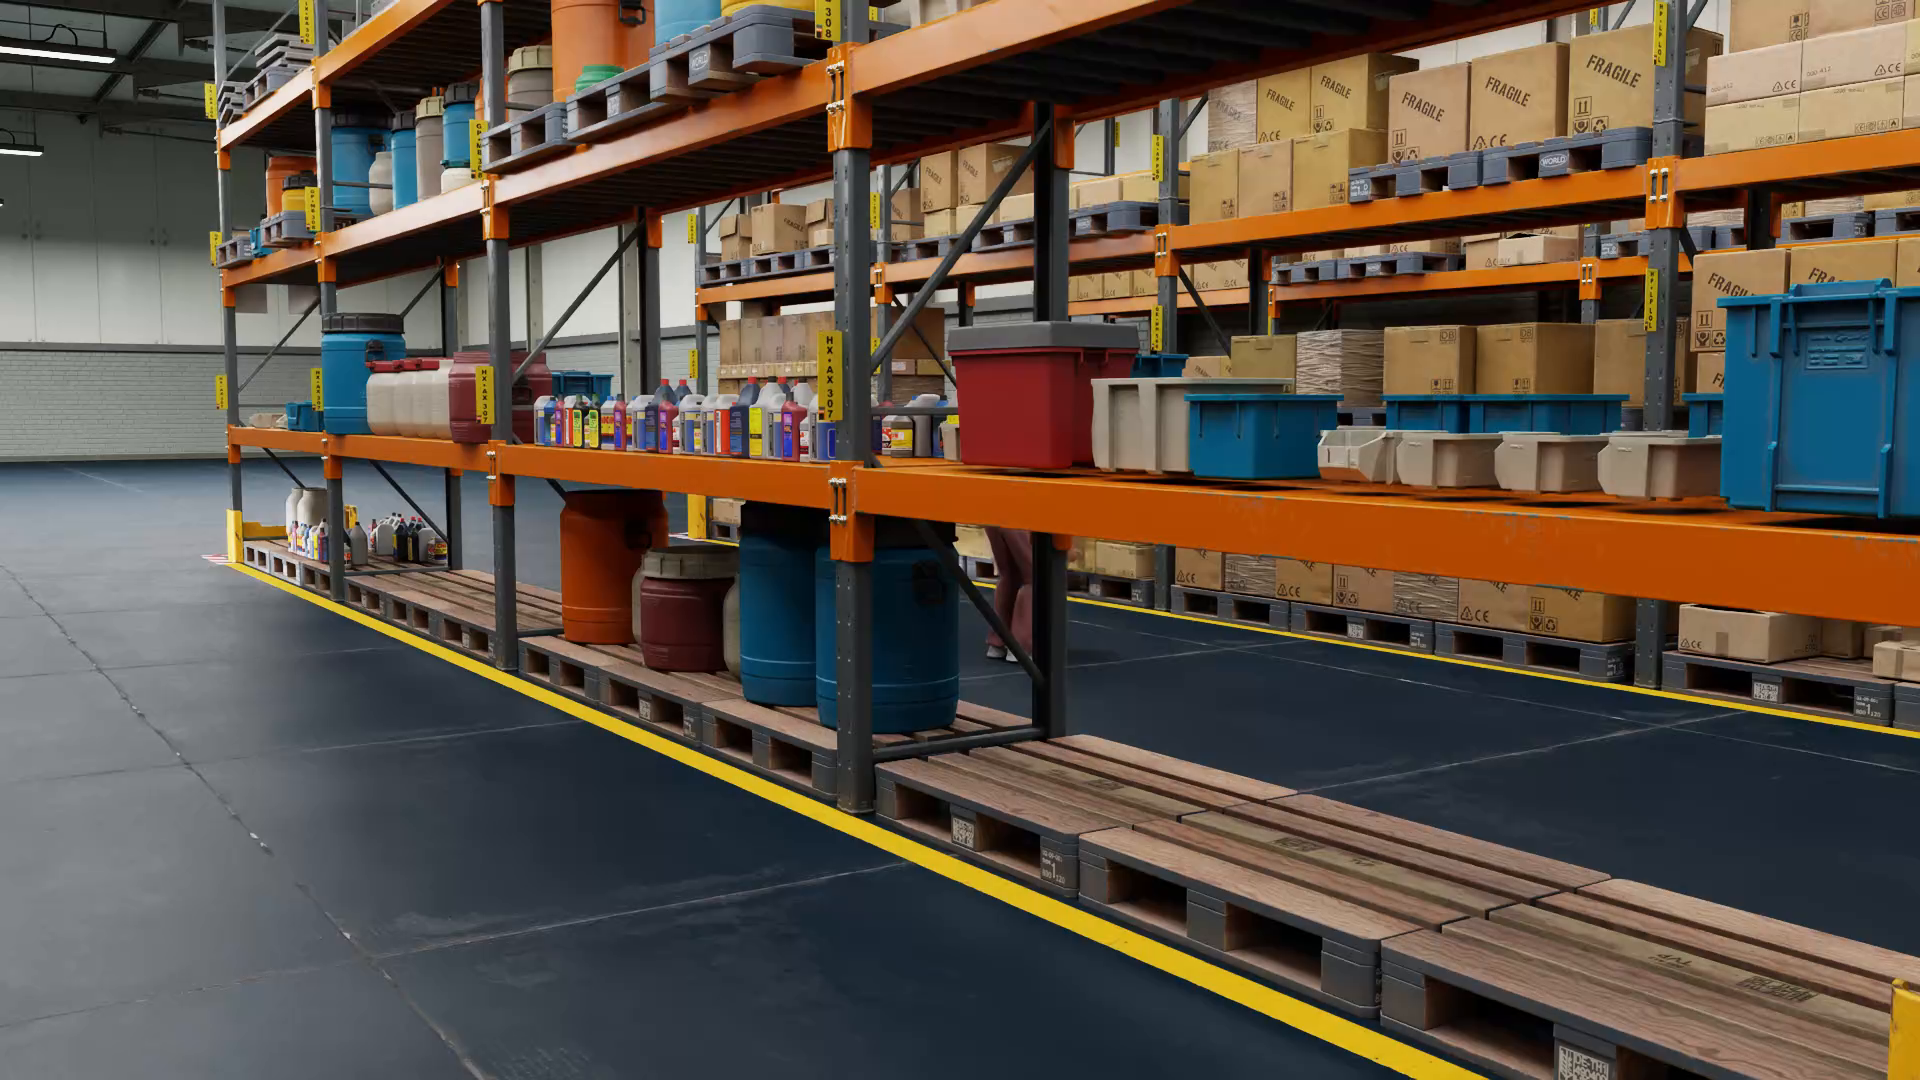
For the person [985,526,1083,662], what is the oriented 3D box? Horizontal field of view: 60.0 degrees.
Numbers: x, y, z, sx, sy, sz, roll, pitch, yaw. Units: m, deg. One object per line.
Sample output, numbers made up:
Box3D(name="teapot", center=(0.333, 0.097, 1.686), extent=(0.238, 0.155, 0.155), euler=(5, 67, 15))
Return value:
Box3D(name="person", center=(0.484, -0.008, 10.065), extent=(0.731, 1.445, 0.406), euler=(-3, 6, -35))
